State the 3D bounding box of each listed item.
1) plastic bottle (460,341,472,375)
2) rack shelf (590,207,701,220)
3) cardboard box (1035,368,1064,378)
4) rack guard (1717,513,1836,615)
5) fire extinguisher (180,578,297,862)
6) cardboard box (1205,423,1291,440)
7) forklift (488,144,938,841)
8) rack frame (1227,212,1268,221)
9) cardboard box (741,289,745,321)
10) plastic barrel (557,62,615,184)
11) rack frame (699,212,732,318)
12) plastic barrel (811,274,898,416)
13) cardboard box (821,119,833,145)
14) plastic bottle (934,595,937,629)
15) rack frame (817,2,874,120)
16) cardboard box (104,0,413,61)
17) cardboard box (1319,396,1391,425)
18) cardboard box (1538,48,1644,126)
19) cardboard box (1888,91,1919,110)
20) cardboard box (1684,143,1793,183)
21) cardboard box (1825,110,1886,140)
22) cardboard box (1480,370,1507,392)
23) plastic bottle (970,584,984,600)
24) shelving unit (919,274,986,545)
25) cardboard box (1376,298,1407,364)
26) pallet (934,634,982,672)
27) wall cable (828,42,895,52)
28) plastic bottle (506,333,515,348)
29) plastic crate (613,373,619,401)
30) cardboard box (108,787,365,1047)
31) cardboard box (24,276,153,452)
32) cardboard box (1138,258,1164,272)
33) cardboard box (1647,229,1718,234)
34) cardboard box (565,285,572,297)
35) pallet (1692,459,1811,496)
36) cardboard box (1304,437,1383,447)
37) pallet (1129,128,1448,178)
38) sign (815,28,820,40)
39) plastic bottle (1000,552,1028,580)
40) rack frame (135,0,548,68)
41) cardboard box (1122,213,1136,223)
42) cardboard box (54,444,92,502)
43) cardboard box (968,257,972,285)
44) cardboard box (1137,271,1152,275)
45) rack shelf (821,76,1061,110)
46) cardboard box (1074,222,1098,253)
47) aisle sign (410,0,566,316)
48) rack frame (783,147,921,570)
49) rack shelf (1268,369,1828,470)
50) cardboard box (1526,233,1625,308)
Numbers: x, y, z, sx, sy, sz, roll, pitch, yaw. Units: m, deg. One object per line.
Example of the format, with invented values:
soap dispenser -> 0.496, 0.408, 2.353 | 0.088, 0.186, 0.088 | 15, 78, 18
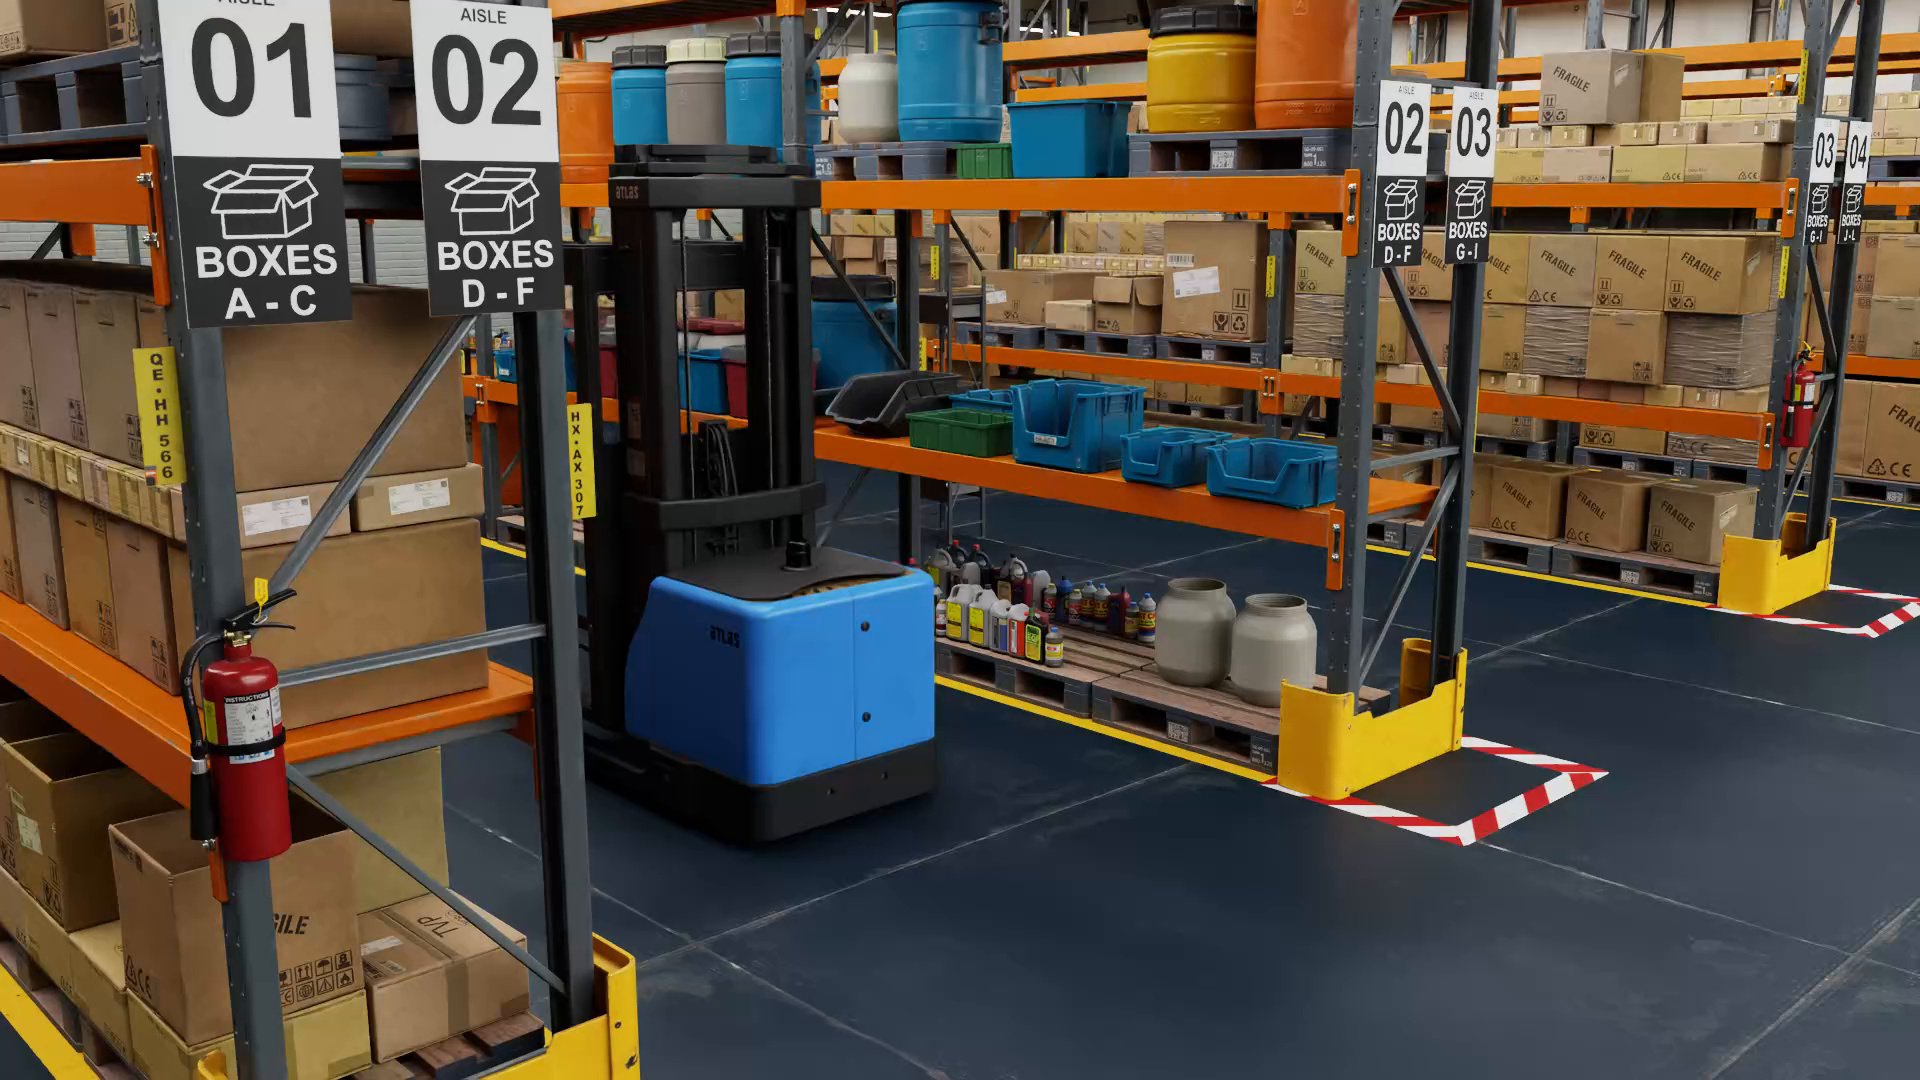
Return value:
plastic bottle -> -4.016, -1.482, 13.461 | 0.061, 0.283, 0.133 | -11, 16, -43
rack shelf -> -3.990, -4.222, 20.822 | 1.077, 0.370, 4.000 | -11, 16, -43
cardboard box -> 1.367, -2.327, 22.425 | 0.500, 0.500, 0.500 | -10, 15, -40
rack guard -> 5.626, 0.151, 11.441 | 1.175, 0.500, 0.348 | -11, 16, -43
fire extinguisher -> -1.743, 0.437, 4.047 | 0.296, 0.674, 0.183 | -11, 16, -43
cardboard box -> 2.508, -0.730, 14.626 | 0.500, 0.500, 0.700 | 10, 15, 41
forklift -> -1.462, -0.395, 8.068 | 1.130, 2.935, 3.031 | -10, 16, -41
rack frame -> 4.559, -4.195, 26.338 | 1.000, 3.000, 0.127 | -11, 16, -43
cardboard box -> -2.124, -2.688, 18.775 | 0.500, 0.500, 0.500 | -11, 16, -42
plastic barrel -> -2.567, -2.974, 11.914 | 0.600, 0.830, 0.708 | -11, 16, -43
rack frame -> -2.608, -2.814, 19.635 | 1.000, 3.000, 0.127 | -11, 16, -43
plastic barrel -> -0.714, -1.300, 11.046 | 0.600, 0.901, 0.708 | -11, 16, -43
cardboard box -> -1.272, -4.251, 17.879 | 0.797, 0.503, 0.637 | -11, 16, -43
plastic bottle -> -0.195, 0.392, 9.717 | 0.061, 0.283, 0.133 | -10, 15, -40
rack frame -> -1.714, -7.012, 25.147 | 1.000, 3.000, 0.127 | -11, 16, -43
cardboard box -> -1.883, -1.561, 4.477 | 0.797, 0.503, 0.637 | -9, 15, -39
cardboard box -> 4.773, -1.782, 19.160 | 1.050, 0.750, 0.750 | -11, 16, -42
cardboard box -> 4.425, -3.162, 11.668 | 0.500, 0.500, 0.500 | -11, 16, -43
cardboard box -> 8.329, -3.844, 14.559 | 0.380, 0.149, 0.250 | -11, 16, -42
cardboard box -> 5.162, -2.493, 11.017 | 0.500, 0.250, 0.500 | -10, 16, -41
cardboard box -> 8.105, -3.714, 14.917 | 0.500, 0.250, 0.500 | -11, 16, -43
cardboard box -> 4.098, -1.203, 12.438 | 0.380, 0.149, 0.250 | -11, 16, -43
plastic bottle -> 0.105, 0.403, 9.679 | 0.152, 0.276, 0.135 | -11, 16, -43
shelving unit -> -0.114, -1.053, 13.317 | 0.431, 2.100, 0.503 | -11, 16, -43
cardboard box -> 3.502, -1.689, 13.190 | 0.875, 0.500, 0.500 | -11, 16, -43
pallet -> -0.232, 0.514, 10.396 | 1.003, 0.211, 1.213 | -11, 16, -43
wall cable -> -1.790, -8.612, 32.912 | 2.355, 3.000, 0.029 | -11, 16, -43
plastic bottle -> -3.813, -1.655, 14.317 | 0.152, 0.276, 0.135 | -11, 16, -43
plastic crate -> -2.073, -1.067, 11.682 | 0.450, 0.188, 0.662 | -11, 16, -43
cardboard box -> -2.074, 1.054, 4.775 | 0.500, 0.500, 0.500 | -11, 16, -43
cardboard box -> -2.554, -0.594, 5.398 | 0.700, 0.500, 0.500 | -11, 16, -42
cardboard box -> 2.439, -3.438, 20.771 | 0.380, 0.149, 0.250 | -11, 16, -43
cardboard box -> 7.267, -2.802, 16.532 | 0.875, 0.550, 0.550 | -11, 16, -43
cardboard box -> -4.871, -3.287, 21.567 | 0.500, 0.250, 0.500 | -11, 16, -43
pallet -> 7.889, -0.657, 16.077 | 1.003, 0.211, 1.213 | -11, 16, -43
cardboard box -> 3.163, -0.564, 13.868 | 0.500, 0.500, 0.500 | 11, 16, 43
pallet -> 1.596, -1.883, 8.153 | 1.003, 0.211, 1.213 | -11, 16, -43
sign -> -2.106, -7.433, 24.677 | 0.100, 0.325, 0.005 | -11, 16, -43
plastic bottle -> 0.343, 0.255, 10.215 | 0.144, 0.351, 0.185 | -11, 16, -43
rack frame -> -1.489, -2.621, 3.832 | 1.000, 3.000, 0.127 | -11, 16, -43
cardboard box -> 2.882, -5.312, 27.429 | 0.250, 0.149, 0.380 | 11, 16, 44
cardboard box -> -2.603, -0.229, 5.234 | 0.380, 0.149, 0.250 | -10, 15, -41
cardboard box -> 0.152, -3.792, 23.399 | 0.500, 0.500, 0.500 | 11, 16, 44
cardboard box -> 2.429, -3.293, 20.808 | 0.380, 0.149, 0.250 | -11, 16, -43
rack shelf -> -0.333, -6.366, 23.803 | 1.077, 0.370, 4.000 | -11, 16, -43
cardboard box -> 2.284, -5.133, 28.167 | 0.500, 0.500, 0.500 | 11, 16, 44
aisle sign -> -1.222, -0.989, 4.335 | 0.394, 0.787, 0.004 | -11, 16, -43
rack frame -> -0.666, -0.956, 10.618 | 1.000, 3.000, 0.127 | -11, 16, -43
rack shelf -> 4.297, -1.002, 12.624 | 1.077, 0.370, 4.000 | -11, 16, -43
cardboard box -> 4.427, -1.938, 11.922 | 0.500, 0.500, 0.500 | -11, 16, -43
